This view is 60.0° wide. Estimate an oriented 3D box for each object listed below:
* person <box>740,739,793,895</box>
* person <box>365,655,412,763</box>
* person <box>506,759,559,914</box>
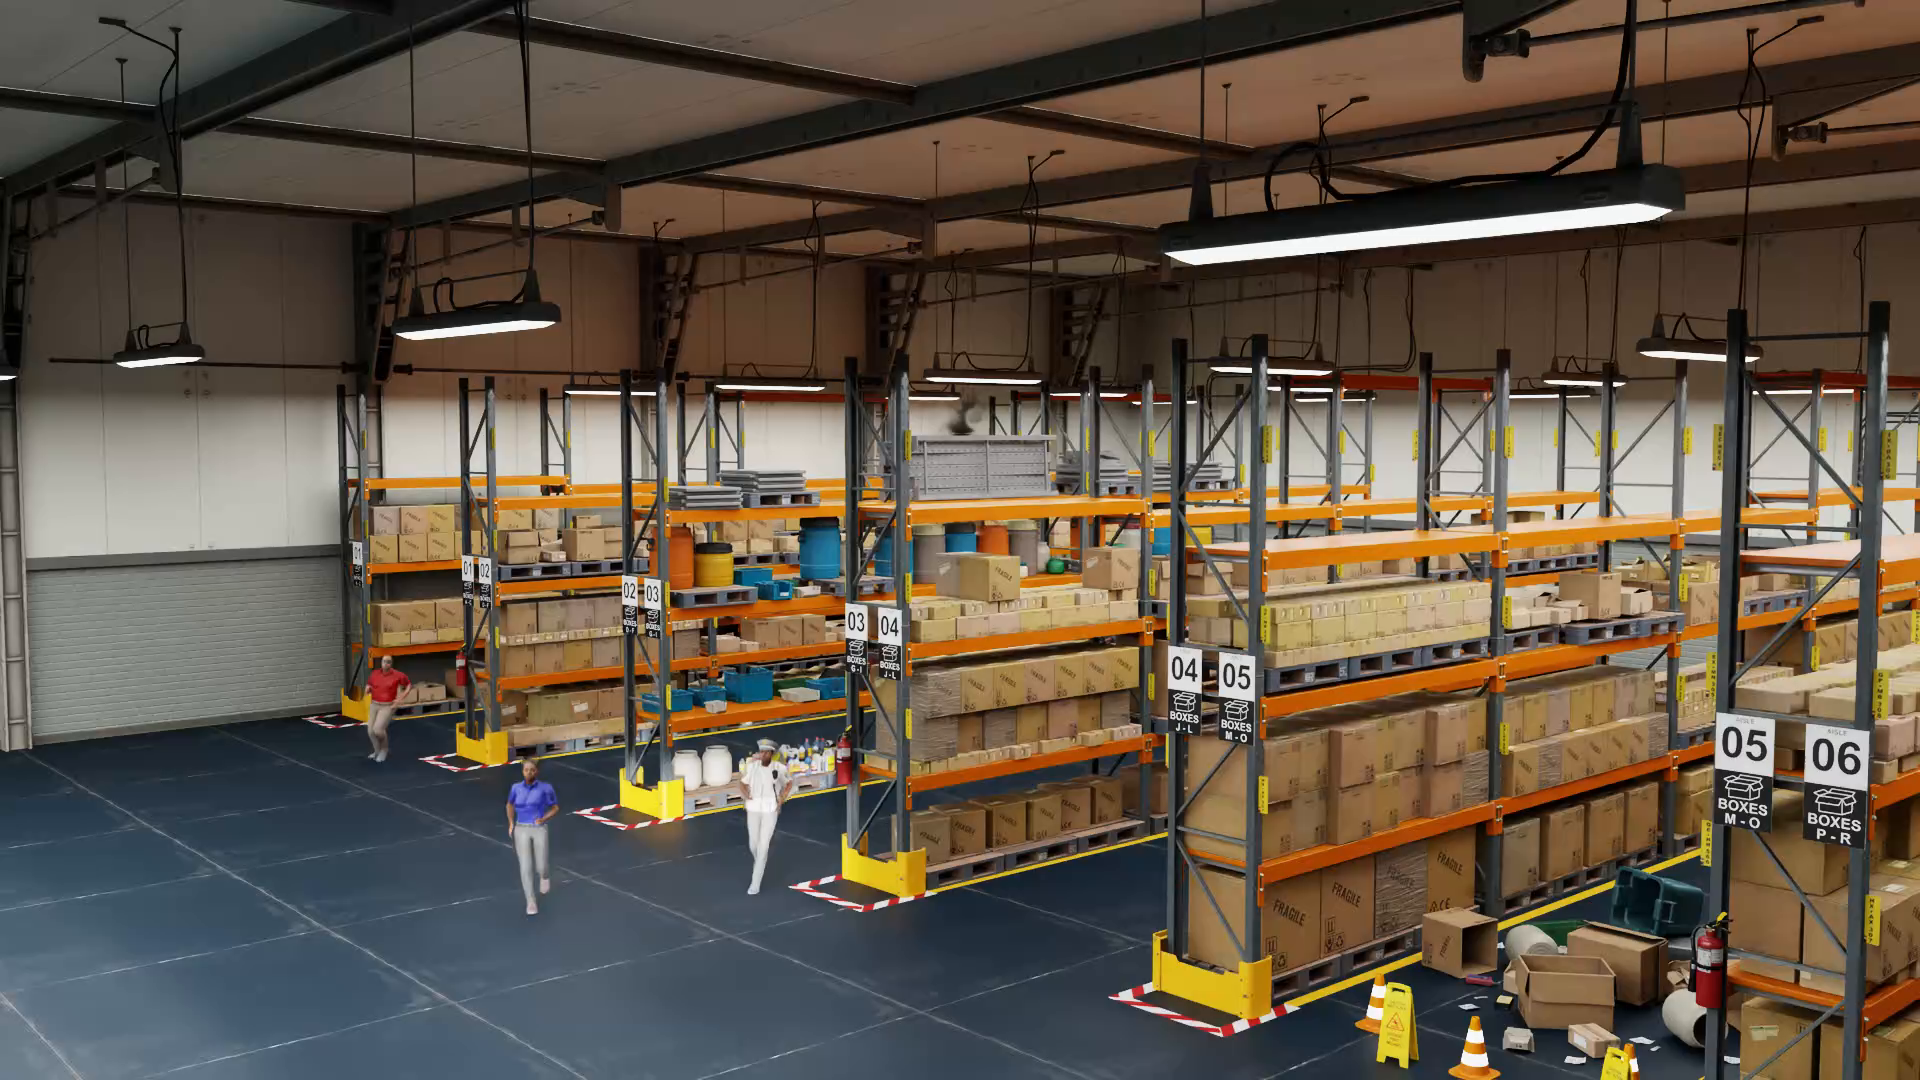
[{"bbox_3d":[-2.208,3.086,18.877,0.591,1.711,0.824,0,4,8],"label":"person"},{"bbox_3d":[-8.974,2.640,25.912,0.666,1.710,0.652,1,4,13],"label":"person"},{"bbox_3d":[-4.630,3.169,17.993,0.576,1.619,0.715,0,4,-6],"label":"person"}]
